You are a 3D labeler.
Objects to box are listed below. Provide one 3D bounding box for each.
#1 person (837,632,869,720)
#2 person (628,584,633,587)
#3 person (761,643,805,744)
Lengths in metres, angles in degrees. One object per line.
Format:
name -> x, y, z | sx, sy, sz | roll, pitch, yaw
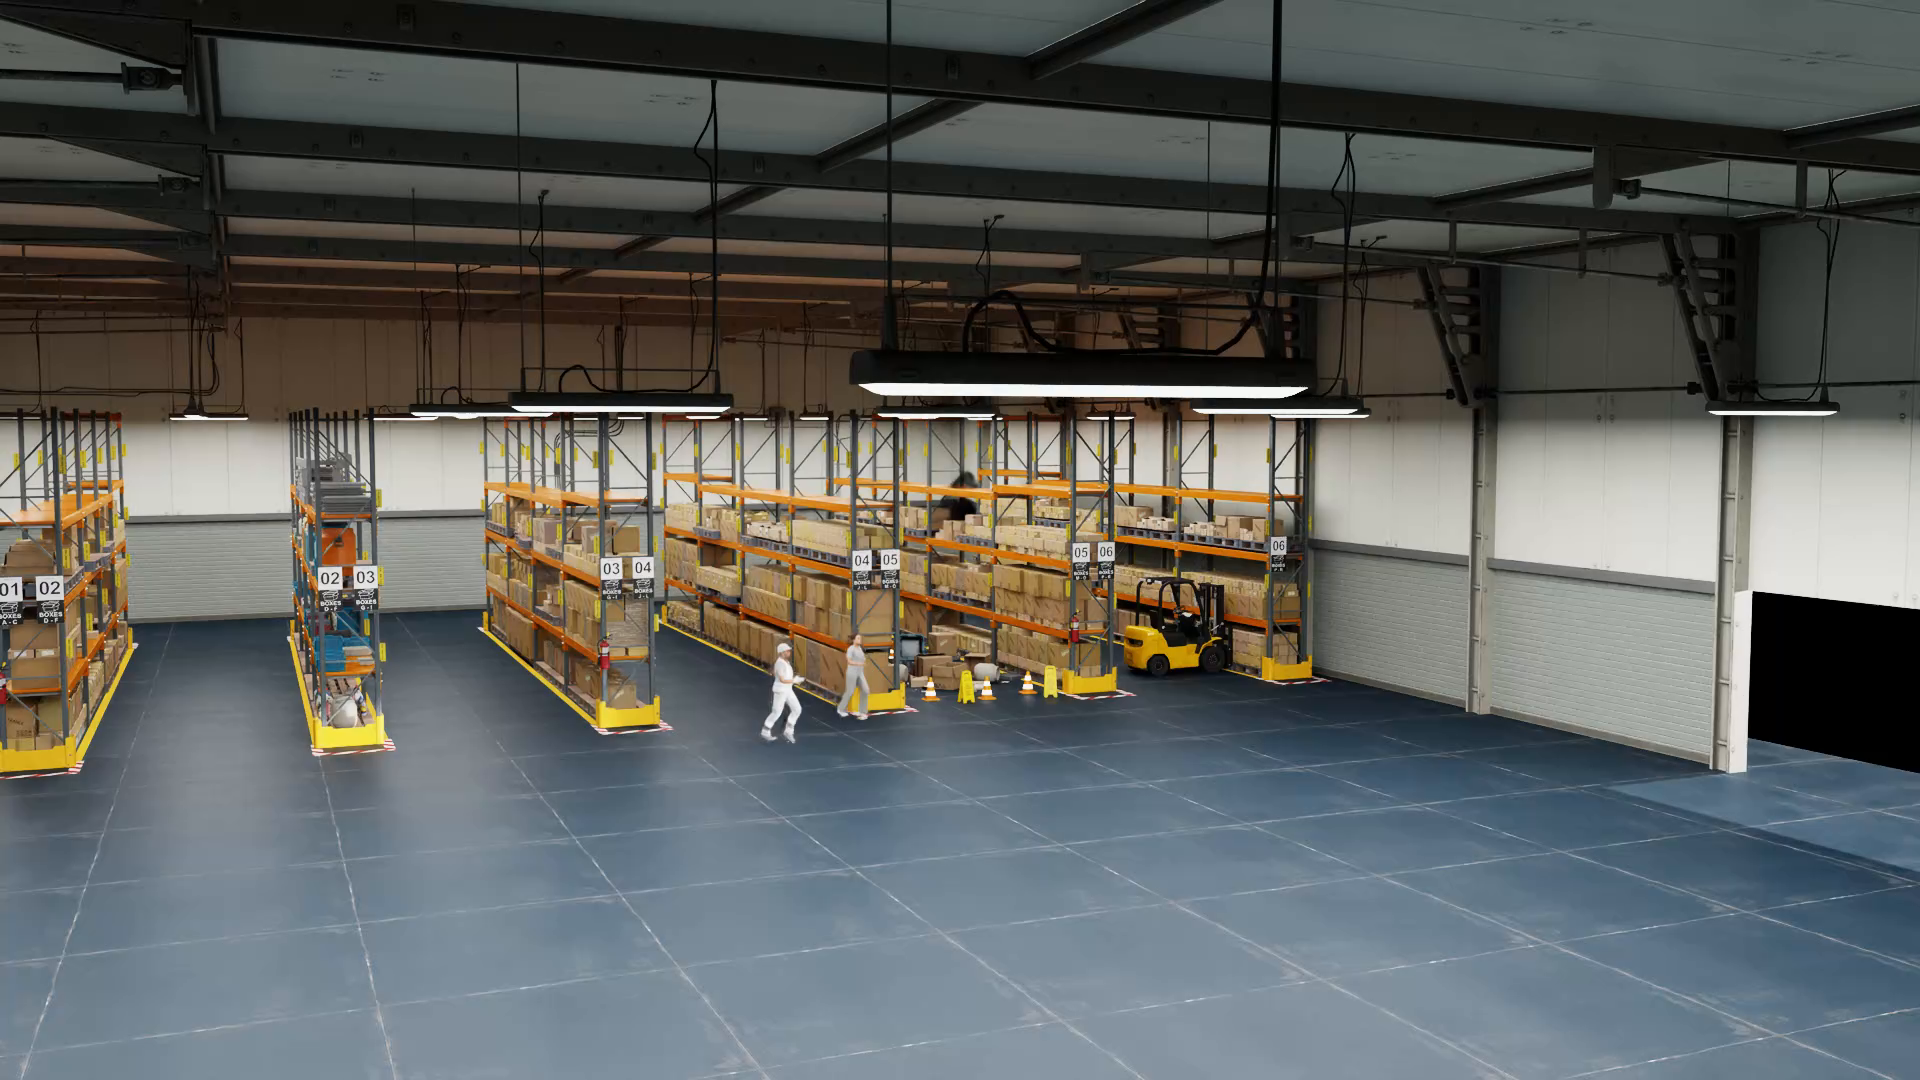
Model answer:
person -> -2.043, 2.647, 32.194 | 0.748, 1.741, 0.580 | 3, 5, 33
person -> -9.579, 1.558, 48.458 | 0.735, 1.544, 0.653 | -3, 5, -41
person -> -3.149, 2.751, 29.706 | 0.837, 1.826, 0.642 | 1, 4, 13
